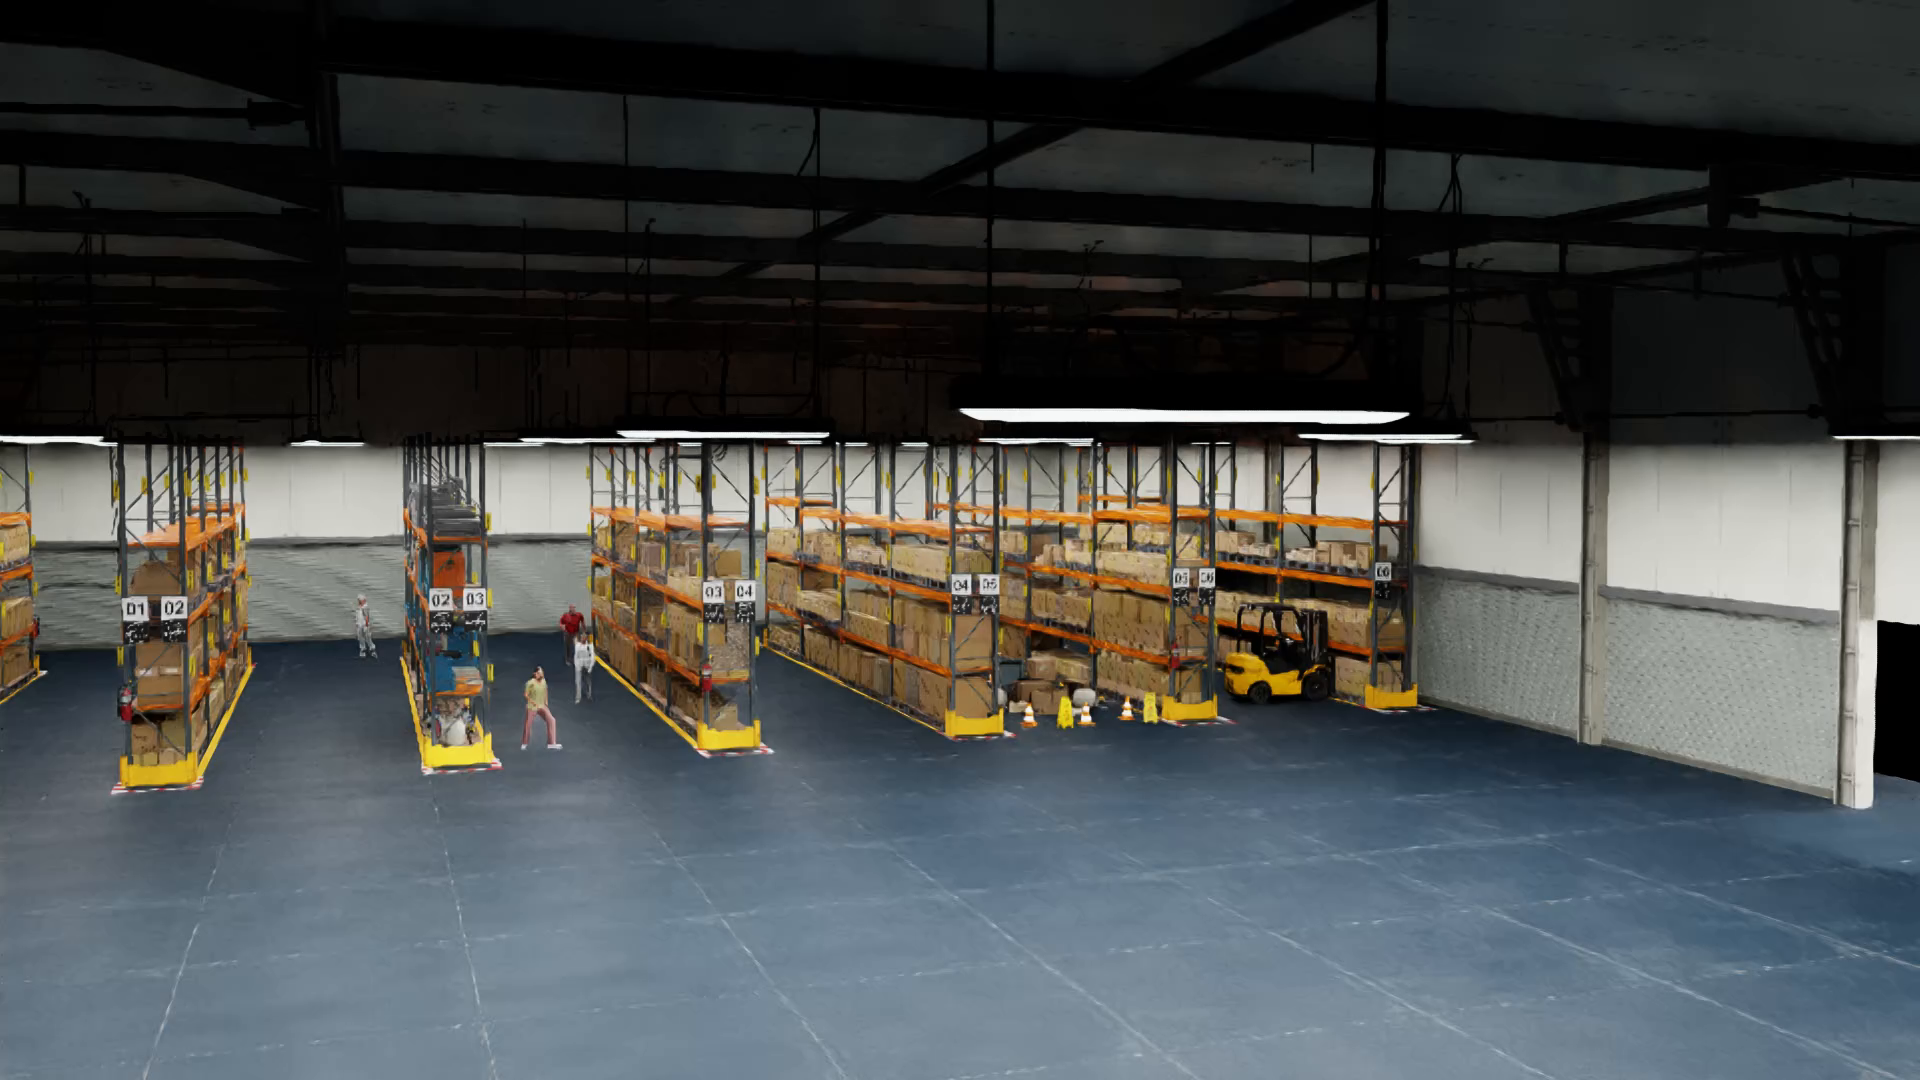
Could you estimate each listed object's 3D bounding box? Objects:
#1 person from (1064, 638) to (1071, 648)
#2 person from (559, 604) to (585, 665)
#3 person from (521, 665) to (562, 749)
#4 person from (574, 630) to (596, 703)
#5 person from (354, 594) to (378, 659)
[{"bbox_3d":[2.902,2.276,47.596,0.536,1.590,0.534,0,3,4],"label":"person"},{"bbox_3d":[-10.140,2.485,43.495,0.684,1.664,0.867,-1,3,-14],"label":"person"},{"bbox_3d":[-7.994,3.165,31.476,0.621,1.610,0.790,-3,4,-40],"label":"person"},{"bbox_3d":[-8.442,2.822,37.416,0.483,1.614,0.990,-1,3,-11],"label":"person"},{"bbox_3d":[-16.104,2.343,45.057,0.733,1.787,0.471,3,4,45],"label":"person"}]
